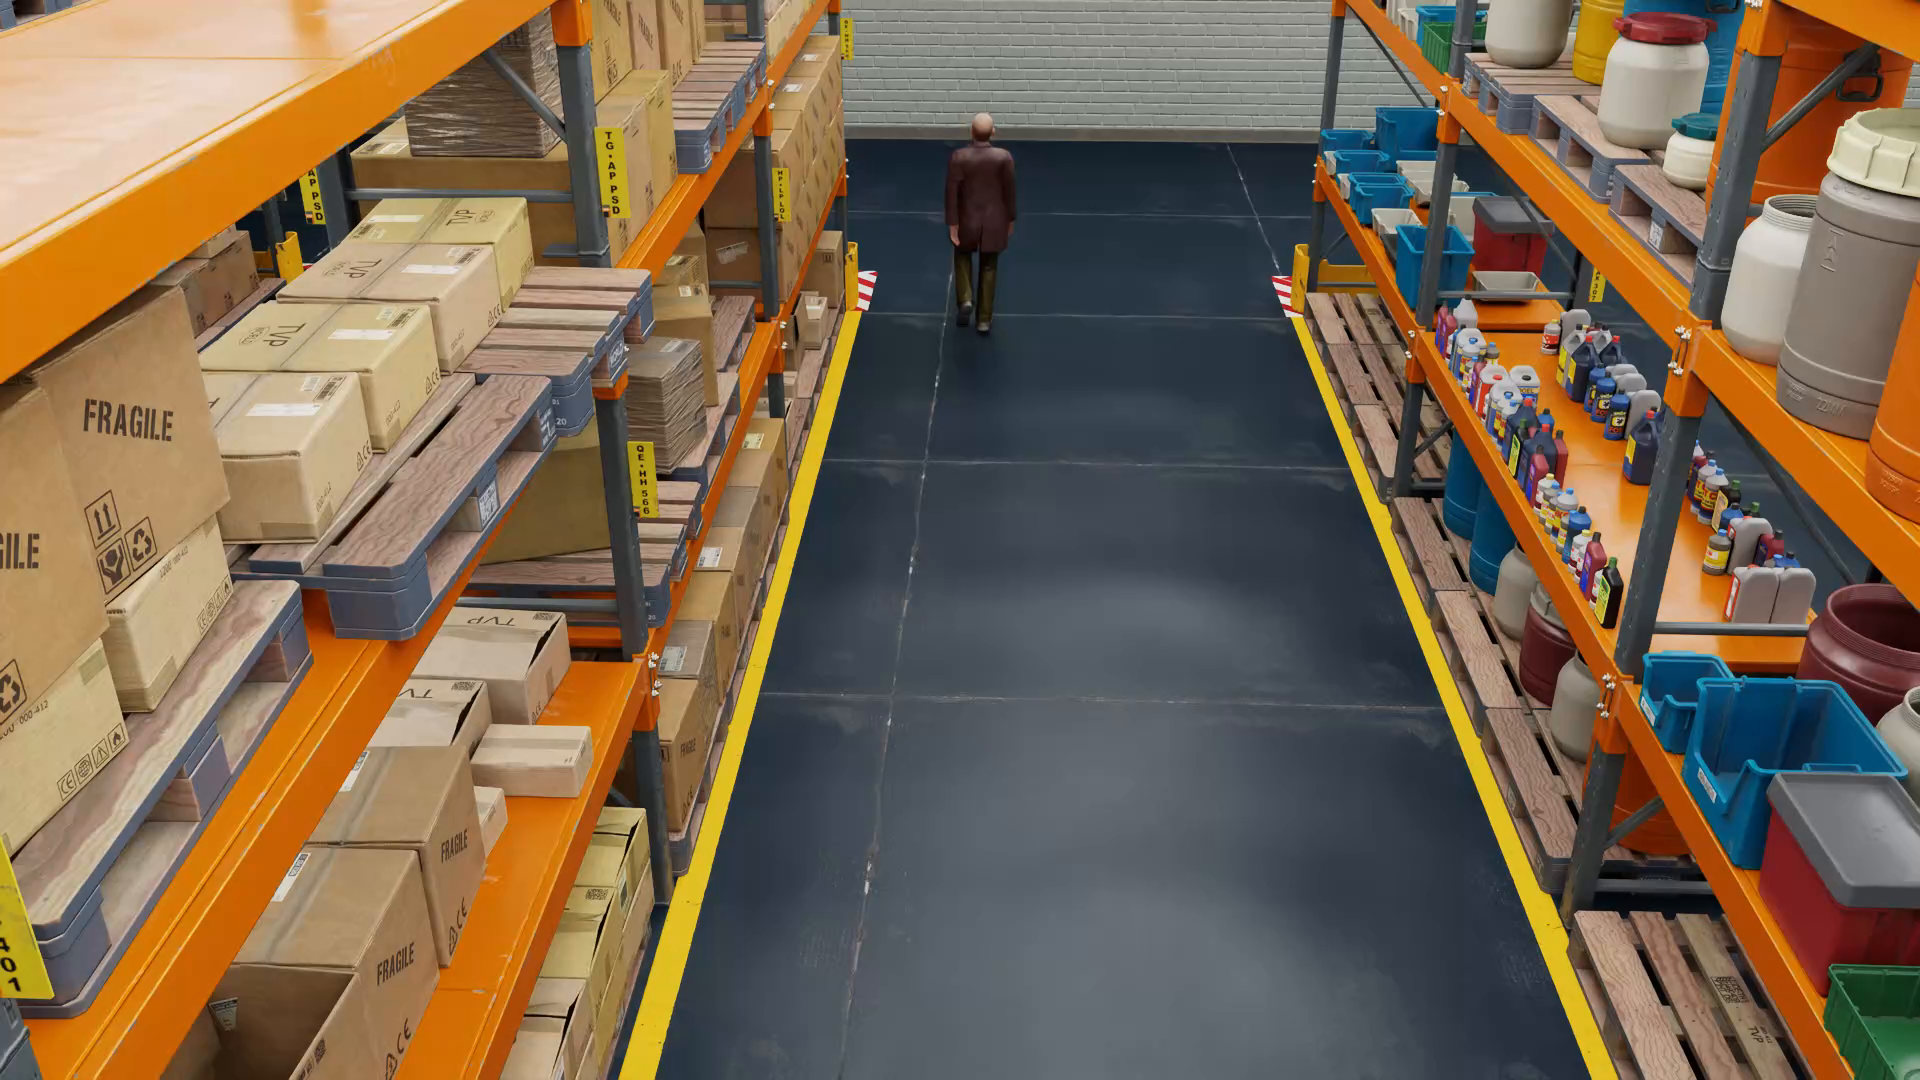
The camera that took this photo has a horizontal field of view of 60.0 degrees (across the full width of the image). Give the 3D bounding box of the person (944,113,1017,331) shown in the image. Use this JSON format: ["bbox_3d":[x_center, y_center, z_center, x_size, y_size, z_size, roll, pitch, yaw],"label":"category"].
[{"bbox_3d":[0.171,-2.584,13.573,0.588,1.795,0.491,0,28,1],"label":"person"}]
